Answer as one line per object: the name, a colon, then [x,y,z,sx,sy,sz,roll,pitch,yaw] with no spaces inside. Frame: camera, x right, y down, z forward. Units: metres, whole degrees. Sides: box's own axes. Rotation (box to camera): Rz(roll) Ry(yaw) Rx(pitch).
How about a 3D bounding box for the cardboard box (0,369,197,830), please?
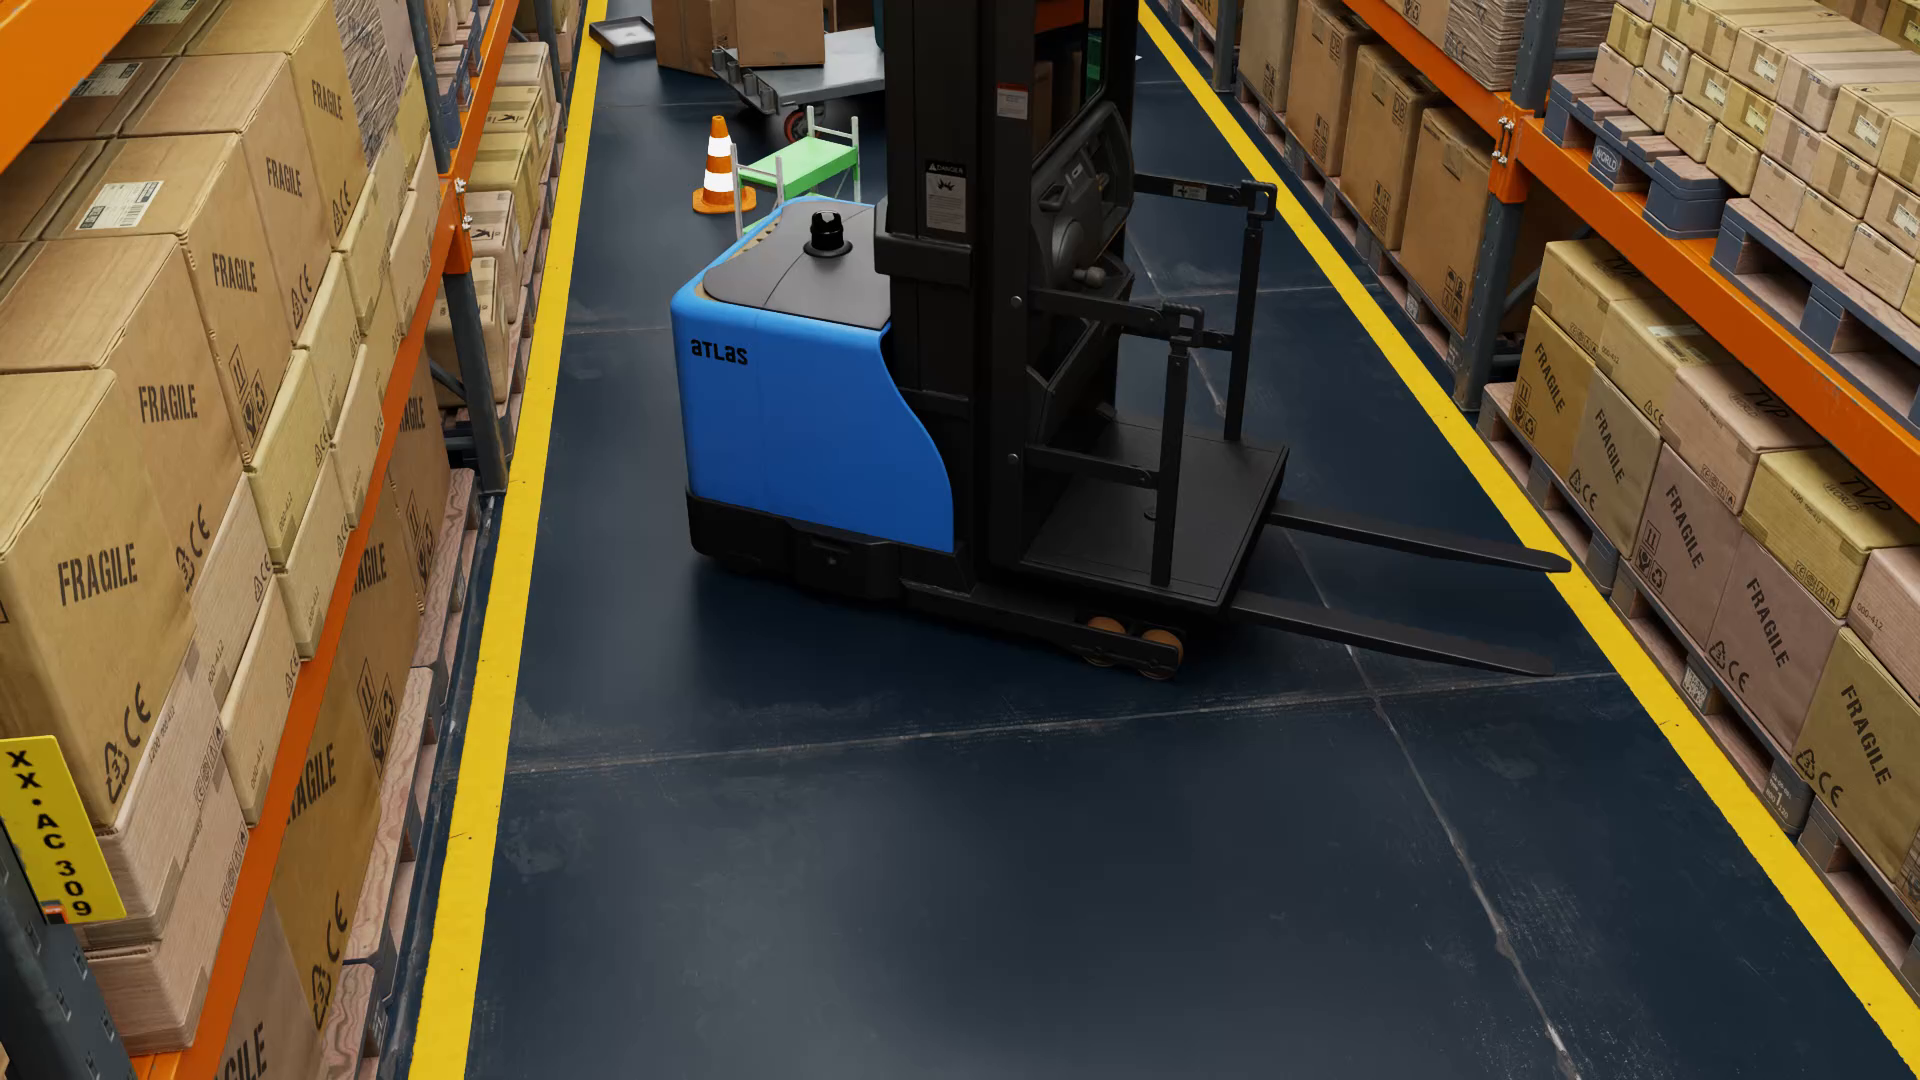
cardboard box: [-1.515,0.097,2.467,0.500,0.500,0.500,-4,34,-6]

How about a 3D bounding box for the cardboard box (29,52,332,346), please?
cardboard box: [-1.752,-0.753,3.714,0.500,0.500,0.500,-5,35,-7]

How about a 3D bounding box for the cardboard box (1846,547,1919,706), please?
cardboard box: [2.744,0.253,4.396,0.500,0.250,0.500,-3,34,-4]

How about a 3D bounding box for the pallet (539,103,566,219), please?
pallet: [-2.711,-2.059,9.084,1.003,0.211,1.213,-4,35,-6]

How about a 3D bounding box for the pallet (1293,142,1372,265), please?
pallet: [2.420,-1.817,8.729,1.003,0.211,1.213,-4,35,-6]

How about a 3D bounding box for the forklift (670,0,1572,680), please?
forklift: [0.581,-1.084,5.238,3.031,2.935,1.130,12,36,17]

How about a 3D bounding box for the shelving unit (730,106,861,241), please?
shelving unit: [-0.641,-1.092,6.787,0.258,1.200,0.503,20,39,27]

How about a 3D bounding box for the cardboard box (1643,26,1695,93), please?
cardboard box: [2.517,-1.601,5.522,0.380,0.149,0.250,-3,34,-4]

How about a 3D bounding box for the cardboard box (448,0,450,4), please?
cardboard box: [-2.187,-2.310,6.250,0.500,0.500,0.500,-3,34,-4]

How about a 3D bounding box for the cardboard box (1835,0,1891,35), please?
cardboard box: [3.164,-1.781,5.522,0.380,0.149,0.250,-5,35,-7]

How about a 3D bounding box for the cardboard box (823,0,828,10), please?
cardboard box: [-0.610,-4.058,11.757,0.637,0.503,0.797,27,43,34]

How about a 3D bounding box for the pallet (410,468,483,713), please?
pallet: [-2.248,0.185,5.792,1.003,0.211,1.213,-4,35,-6]

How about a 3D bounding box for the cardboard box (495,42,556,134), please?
cardboard box: [-2.744,-2.441,9.128,0.950,0.372,0.625,-4,34,-6]

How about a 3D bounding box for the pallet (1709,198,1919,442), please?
pallet: [2.919,-0.664,4.731,1.003,0.211,1.213,-4,35,-6]

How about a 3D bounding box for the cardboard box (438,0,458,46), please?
cardboard box: [-2.134,-1.995,6.364,0.380,0.149,0.250,-7,35,-9]

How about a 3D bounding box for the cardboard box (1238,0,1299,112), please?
cardboard box: [2.247,-2.981,9.585,1.050,0.750,0.750,-5,35,-7]

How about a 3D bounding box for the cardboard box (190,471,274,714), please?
cardboard box: [-1.619,0.118,3.102,0.500,0.250,0.500,-4,34,-6]

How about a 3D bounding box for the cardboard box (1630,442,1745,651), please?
cardboard box: [2.599,-0.005,5.440,0.500,0.500,0.500,-5,35,-8]

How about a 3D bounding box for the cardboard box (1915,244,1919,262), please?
cardboard box: [2.720,-0.748,4.269,0.380,0.149,0.250,-4,35,-6]

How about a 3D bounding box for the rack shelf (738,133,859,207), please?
rack shelf: [-0.641,-1.436,6.553,0.258,0.148,0.480,20,39,27]

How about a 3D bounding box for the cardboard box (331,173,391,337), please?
cardboard box: [-1.801,-0.737,4.357,0.500,0.250,0.500,-5,35,-8]

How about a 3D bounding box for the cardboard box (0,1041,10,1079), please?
cardboard box: [-1.404,0.607,1.719,0.500,0.500,0.500,-5,35,-7]

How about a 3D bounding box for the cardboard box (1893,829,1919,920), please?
cardboard box: [2.801,0.853,4.181,0.500,0.500,0.500,-5,35,-7]

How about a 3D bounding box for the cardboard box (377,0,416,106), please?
cardboard box: [-1.950,-1.599,4.956,0.500,0.500,0.500,-5,35,-8]

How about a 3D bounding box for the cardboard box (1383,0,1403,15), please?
cardboard box: [2.153,-2.674,7.422,0.500,0.500,0.500,-5,35,-7]

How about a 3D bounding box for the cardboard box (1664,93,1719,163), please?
cardboard box: [2.545,-1.349,5.416,0.380,0.149,0.250,-3,34,-4]

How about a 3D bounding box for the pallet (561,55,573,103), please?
pallet: [-2.942,-2.865,10.267,1.003,0.211,1.213,-4,35,-6]

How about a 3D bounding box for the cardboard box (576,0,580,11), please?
cardboard box: [-2.786,-3.625,10.975,0.500,0.250,0.500,-5,35,-7]

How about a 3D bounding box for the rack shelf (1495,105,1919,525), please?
rack shelf: [2.881,-0.431,4.858,1.077,0.370,4.000,-4,35,-6]

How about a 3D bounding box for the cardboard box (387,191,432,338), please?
cardboard box: [-1.870,-0.805,4.901,0.500,0.250,0.500,-4,34,-6]

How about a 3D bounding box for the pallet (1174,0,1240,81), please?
pallet: [2.050,-3.355,10.985,1.003,0.211,1.213,-4,35,-6]

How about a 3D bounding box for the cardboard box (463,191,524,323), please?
cardboard box: [-2.452,-1.228,7.349,0.950,0.372,0.625,-5,35,-7]

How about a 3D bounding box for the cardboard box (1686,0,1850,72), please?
cardboard box: [2.550,-1.601,5.257,0.380,0.149,0.250,-5,35,-7]

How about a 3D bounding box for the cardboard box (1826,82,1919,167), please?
cardboard box: [2.661,-1.154,4.602,0.380,0.149,0.250,-3,34,-5]

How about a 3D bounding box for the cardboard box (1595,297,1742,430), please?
cardboard box: [2.533,-0.609,5.661,0.500,0.250,0.500,-5,35,-7]

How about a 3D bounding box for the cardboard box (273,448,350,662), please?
cardboard box: [-1.663,0.039,3.662,0.500,0.250,0.500,-5,35,-7]

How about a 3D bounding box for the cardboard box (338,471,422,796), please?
cardboard box: [-2.153,0.181,4.835,0.875,0.875,0.875,-4,34,-6]

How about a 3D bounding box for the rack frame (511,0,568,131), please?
rack frame: [-2.817,-3.645,8.936,1.000,3.000,0.127,-4,35,-6]

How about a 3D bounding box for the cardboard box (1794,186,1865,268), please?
cardboard box: [2.653,-0.910,4.771,0.380,0.149,0.250,-4,34,-6]

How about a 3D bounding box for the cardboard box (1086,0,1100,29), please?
cardboard box: [0.849,-3.833,11.429,0.500,0.500,0.500,1,34,2]

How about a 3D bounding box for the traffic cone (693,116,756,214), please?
traffic cone: [-1.263,-2.011,8.790,0.336,0.463,0.334,-4,35,-6]

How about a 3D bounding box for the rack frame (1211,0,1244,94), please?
rack frame: [2.074,-4.077,9.569,1.000,3.000,0.127,-4,35,-6]

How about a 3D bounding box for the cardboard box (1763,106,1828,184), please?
cardboard box: [2.623,-1.173,4.893,0.380,0.149,0.250,-4,35,-6]

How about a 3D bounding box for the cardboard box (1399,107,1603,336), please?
cardboard box: [2.620,-1.435,7.317,1.050,0.750,0.750,-5,35,-7]

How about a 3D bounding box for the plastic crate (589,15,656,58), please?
plastic crate: [-2.216,-3.377,11.135,0.402,0.080,0.583,-16,38,-23]

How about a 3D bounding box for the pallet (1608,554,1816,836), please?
pallet: [2.877,0.423,5.442,1.003,0.211,1.213,-4,35,-6]
